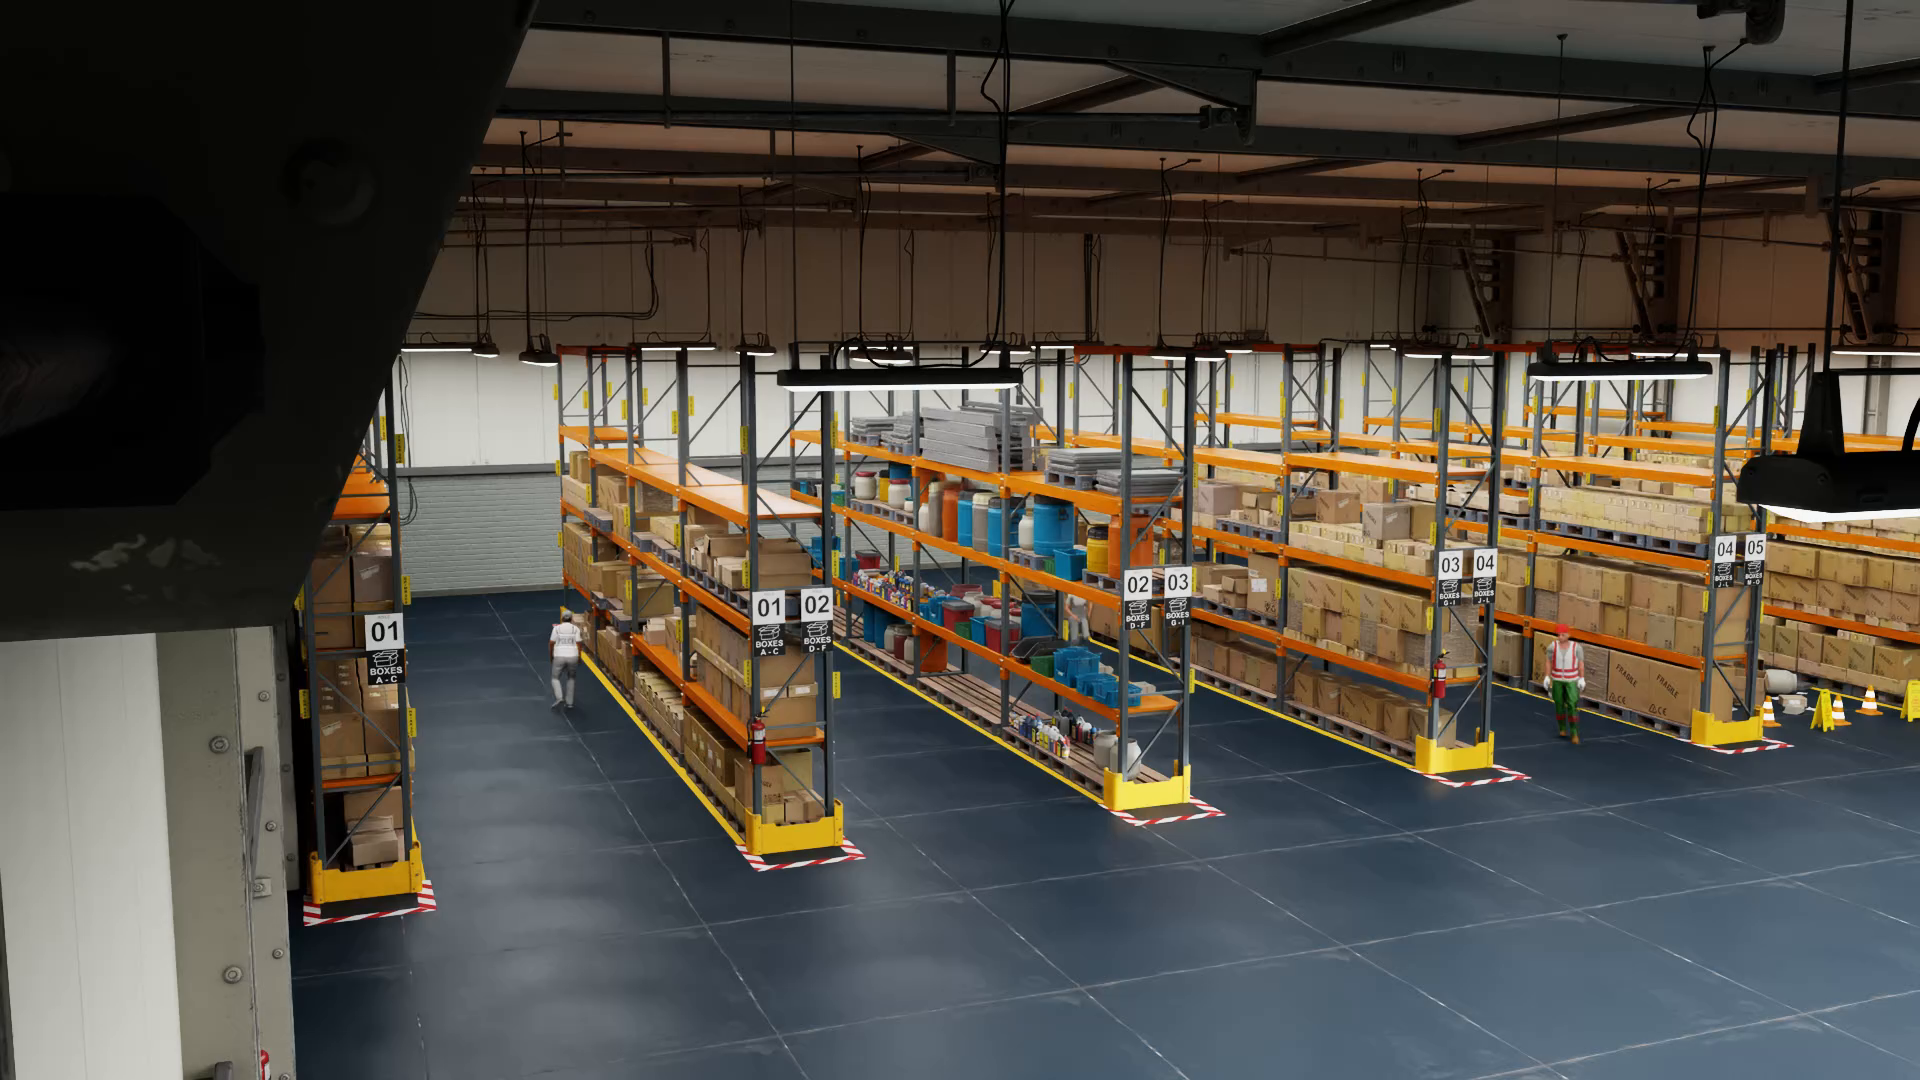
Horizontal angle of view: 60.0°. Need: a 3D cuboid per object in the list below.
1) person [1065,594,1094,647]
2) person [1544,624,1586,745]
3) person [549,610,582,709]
[{"bbox_3d":[2.282,1.511,31.837,0.607,1.584,0.696,-1,7,-11],"label":"person"},{"bbox_3d":[9.332,2.195,25.652,0.627,1.790,0.673,4,8,29],"label":"person"},{"bbox_3d":[-6.583,2.008,27.737,0.567,1.638,0.696,-3,8,-19],"label":"person"}]
